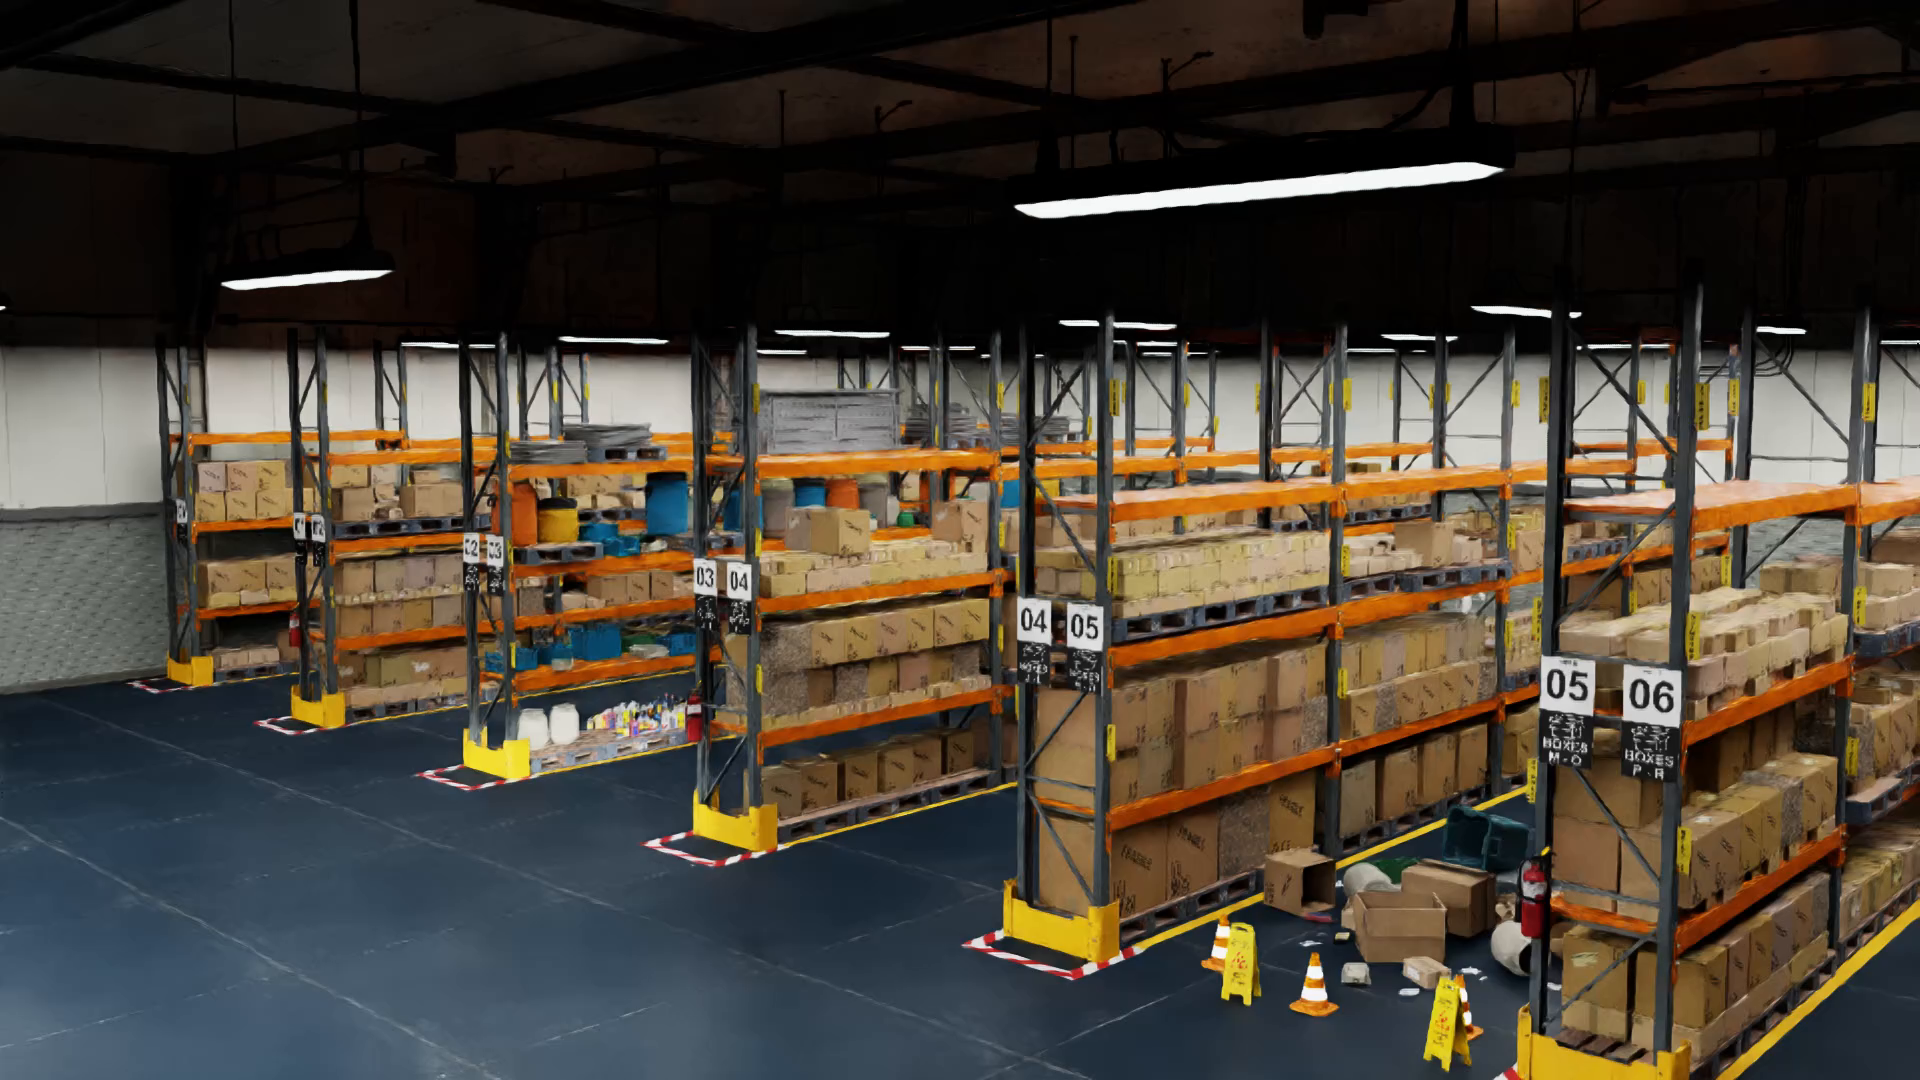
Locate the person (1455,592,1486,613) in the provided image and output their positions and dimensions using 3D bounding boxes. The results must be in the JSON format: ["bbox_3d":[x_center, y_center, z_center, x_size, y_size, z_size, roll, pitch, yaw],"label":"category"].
[{"bbox_3d":[10.257,1.126,33.798,0.680,1.751,0.711,-5,7,-42],"label":"person"}]

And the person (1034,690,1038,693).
[{"bbox_3d":[1.099,1.755,27.876,0.625,1.611,0.582,5,7,40],"label":"person"}]
